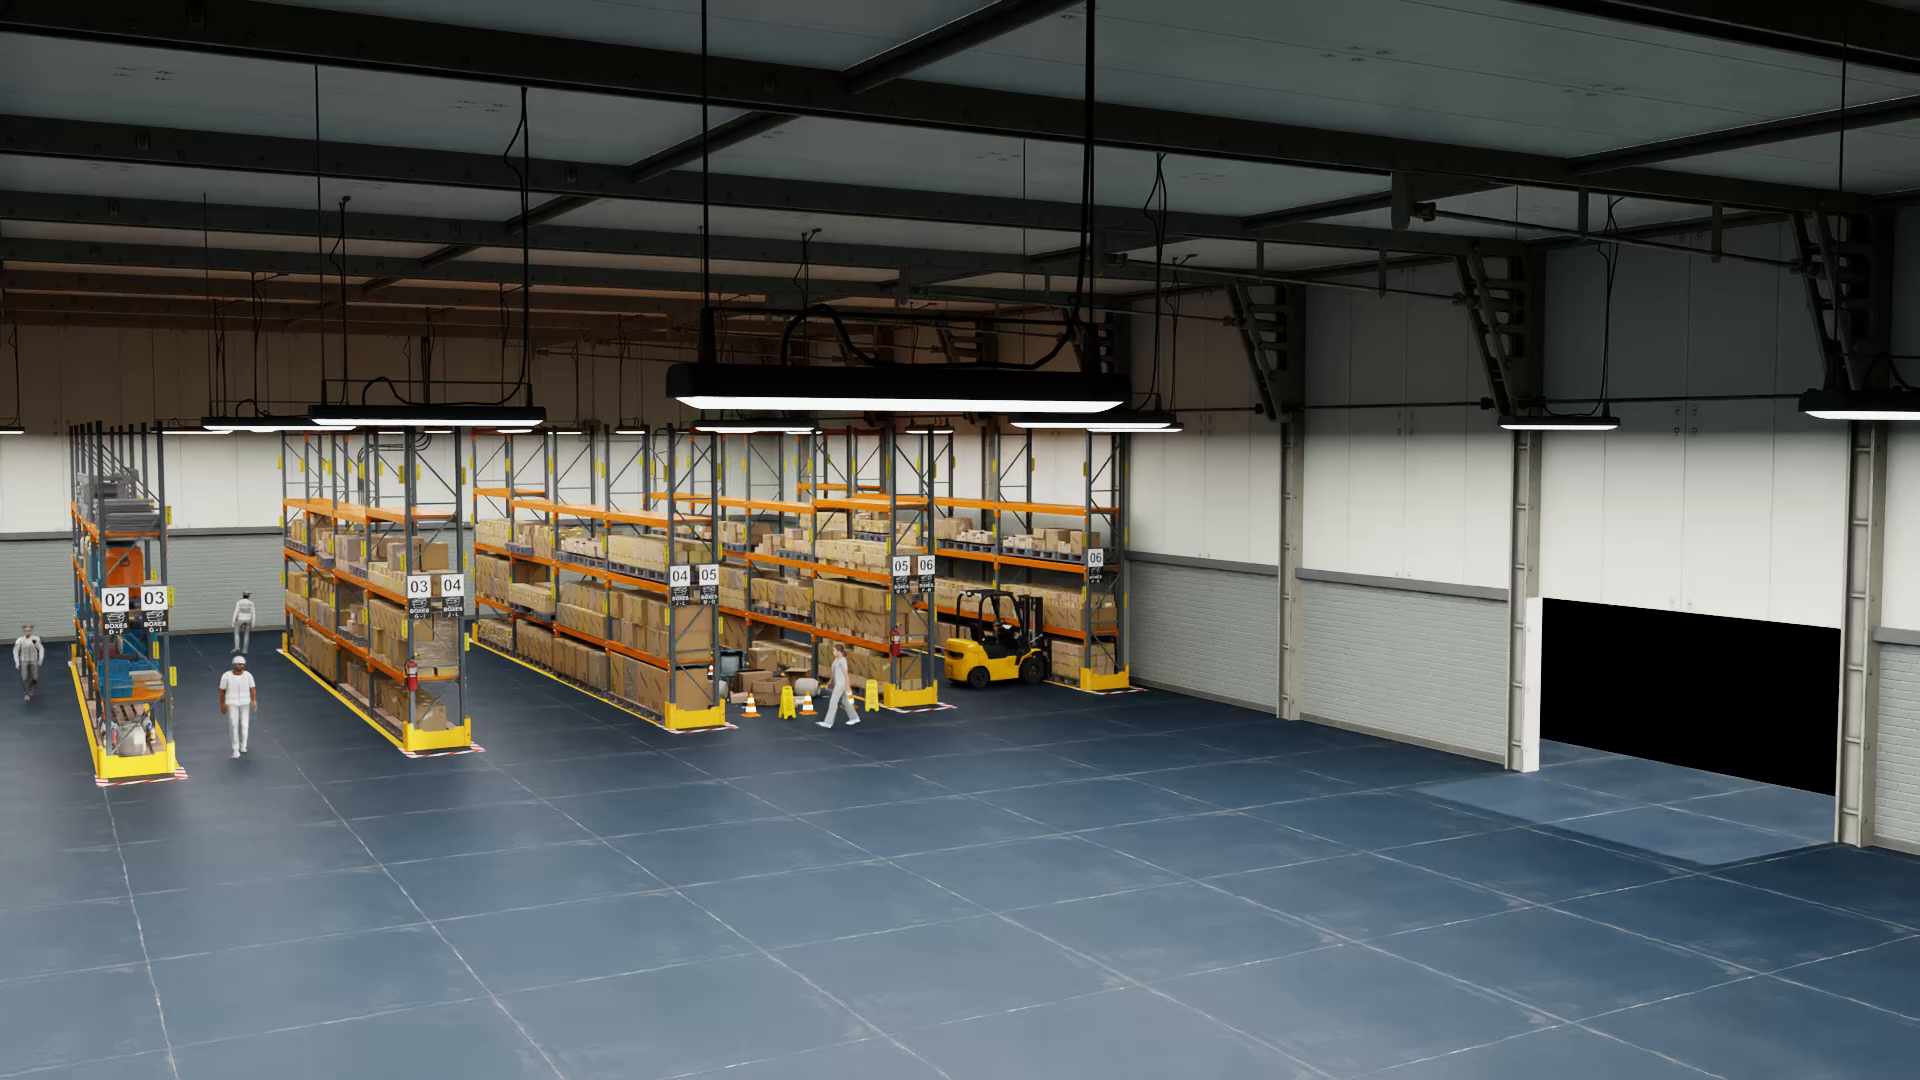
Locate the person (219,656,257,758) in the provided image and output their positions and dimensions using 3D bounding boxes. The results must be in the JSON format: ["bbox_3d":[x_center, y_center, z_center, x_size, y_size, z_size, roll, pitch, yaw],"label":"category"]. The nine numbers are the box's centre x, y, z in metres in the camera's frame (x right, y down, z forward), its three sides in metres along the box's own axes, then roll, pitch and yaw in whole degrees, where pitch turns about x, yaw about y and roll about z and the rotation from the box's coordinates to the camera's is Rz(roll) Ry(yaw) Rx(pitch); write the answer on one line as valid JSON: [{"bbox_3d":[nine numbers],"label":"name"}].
[{"bbox_3d":[-12.992,3.001,30.005,0.595,1.789,0.685,-2,4,-35],"label":"person"}]

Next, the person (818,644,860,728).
[{"bbox_3d":[-2.400,2.869,32.879,0.879,1.647,0.468,-1,4,-14],"label":"person"}]

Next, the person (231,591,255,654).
[{"bbox_3d":[-18.965,2.175,43.968,0.638,1.655,0.370,-2,4,-30],"label":"person"}]

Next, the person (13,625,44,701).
[{"bbox_3d":[-20.399,2.660,36.417,0.589,1.654,0.558,-2,4,-32],"label":"person"}]
